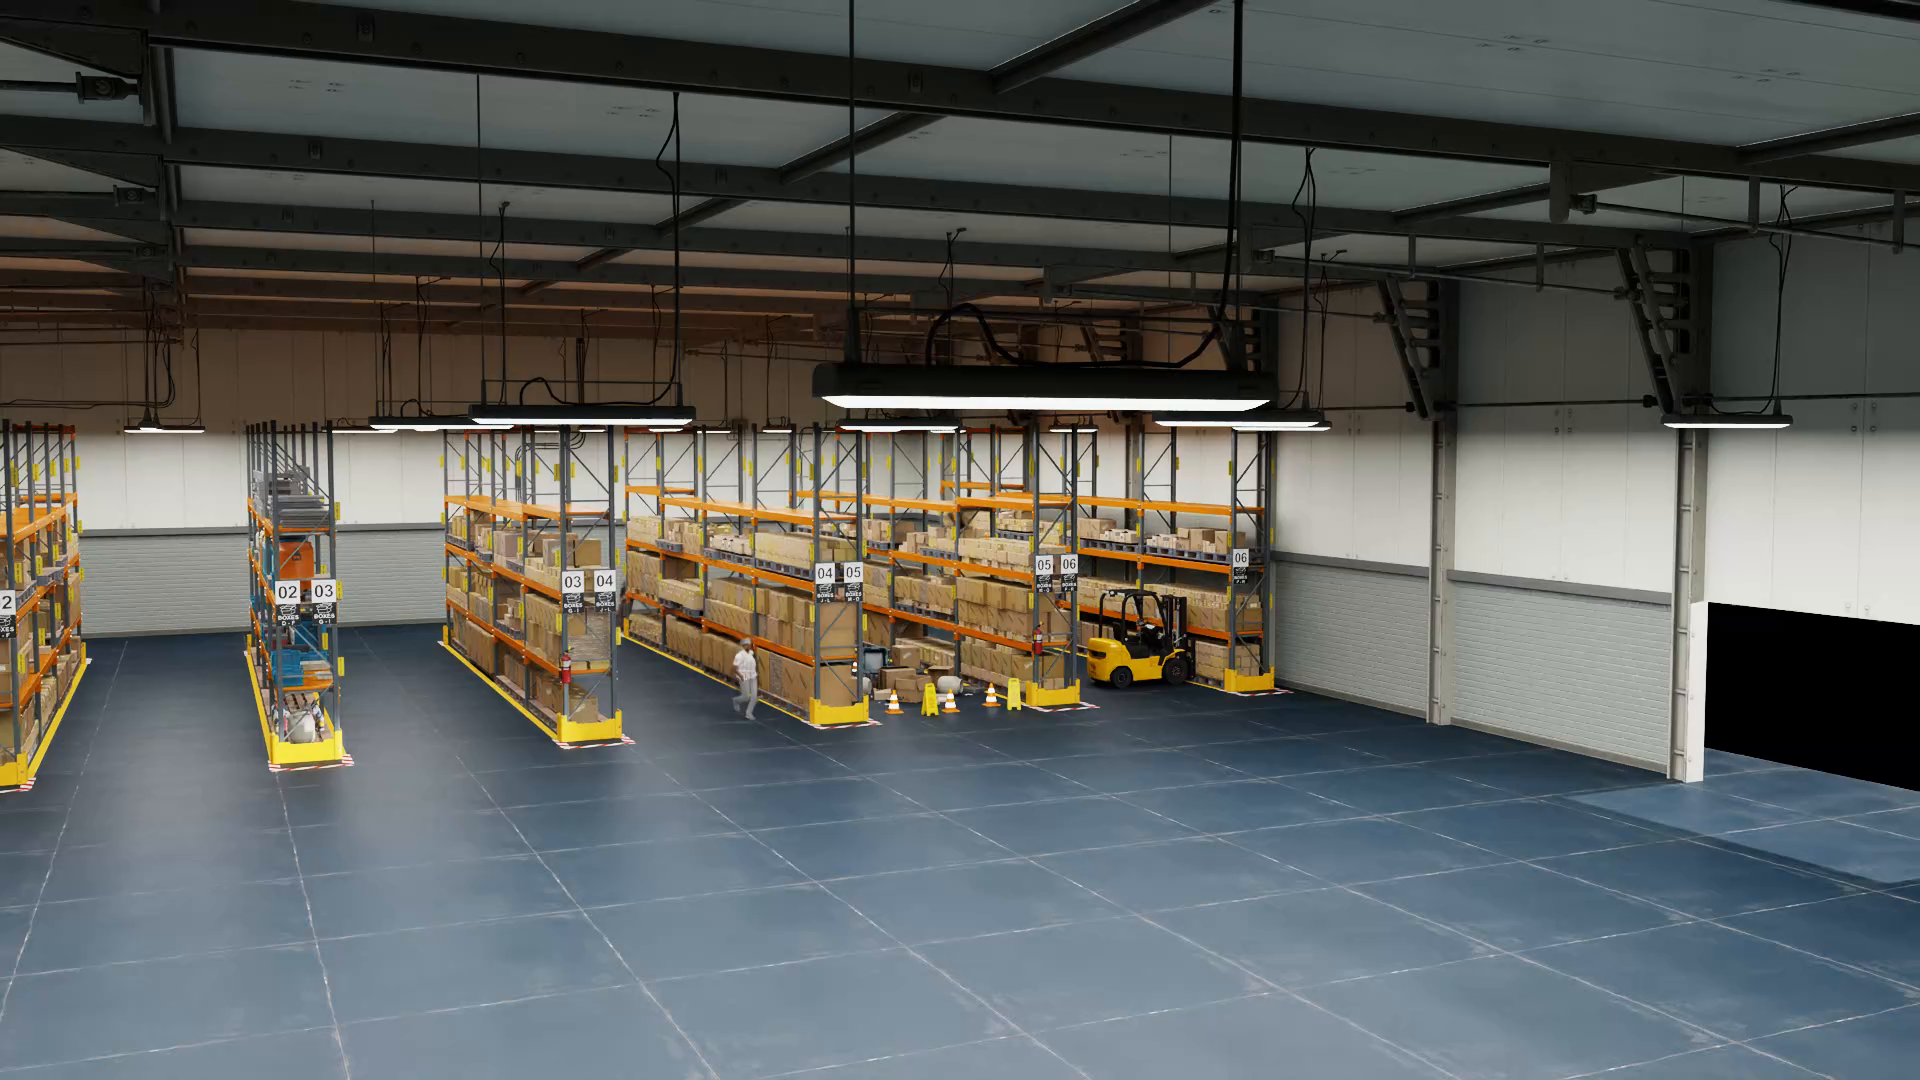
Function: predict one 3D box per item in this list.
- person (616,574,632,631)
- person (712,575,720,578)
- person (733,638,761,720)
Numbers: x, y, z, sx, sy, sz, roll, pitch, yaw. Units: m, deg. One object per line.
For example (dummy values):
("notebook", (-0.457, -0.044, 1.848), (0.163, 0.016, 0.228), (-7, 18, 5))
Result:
("person", (-9.816, 1.853, 48.810), (0.725, 1.713, 0.700), (-3, 4, -37))
("person", (-6.871, 1.902, 47.055), (0.633, 1.839, 0.775), (-2, 4, -24))
("person", (-4.301, 2.802, 33.647), (0.586, 1.655, 0.563), (-3, 5, -40))
